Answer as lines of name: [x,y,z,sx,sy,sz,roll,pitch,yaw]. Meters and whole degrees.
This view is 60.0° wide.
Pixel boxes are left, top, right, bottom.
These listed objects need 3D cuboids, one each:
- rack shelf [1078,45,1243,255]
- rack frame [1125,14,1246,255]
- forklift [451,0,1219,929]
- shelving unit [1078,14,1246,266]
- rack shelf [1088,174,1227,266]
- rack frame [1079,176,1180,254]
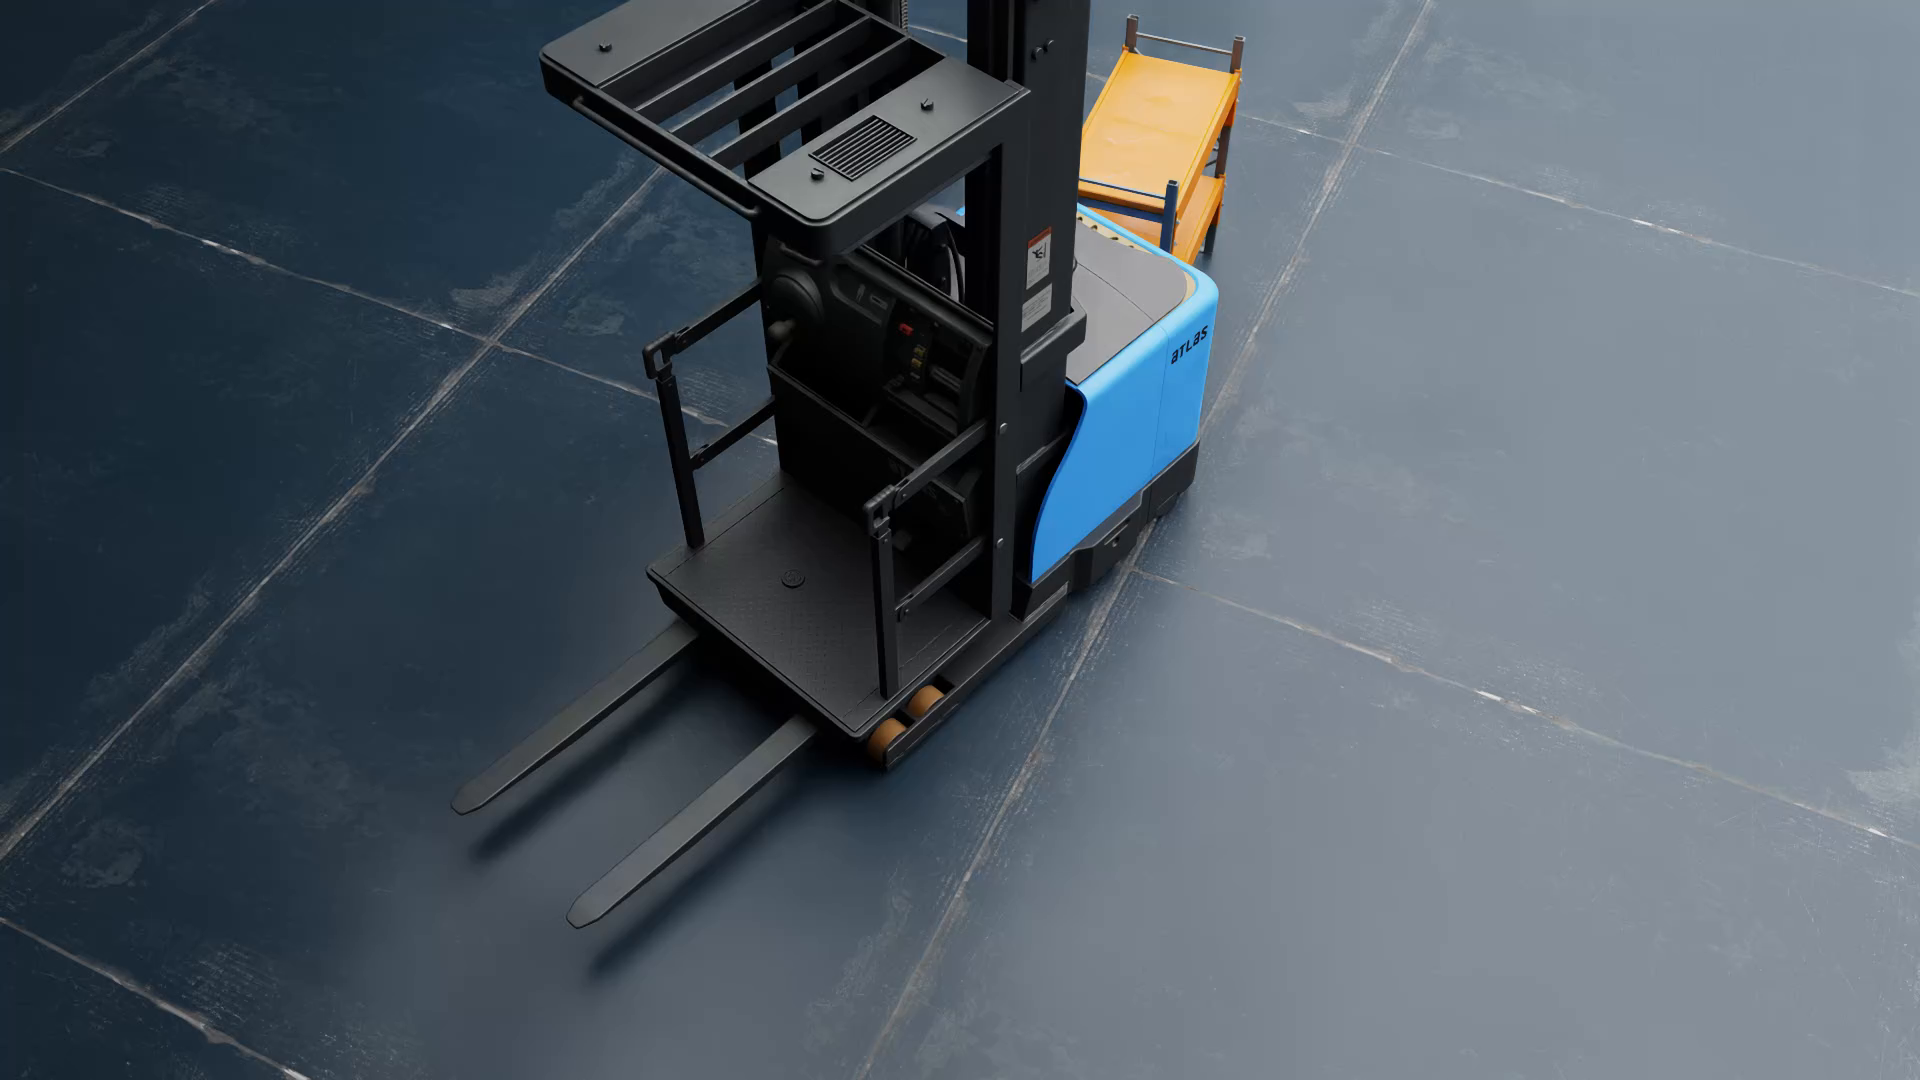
rack shelf: [0.761,-1.588,6.793,0.538,0.278,1.000,16,51,13]
rack frame: [0.938,-1.761,7.325,0.500,1.125,0.032,16,51,13]
forklift: [-0.424,-0.600,5.151,1.130,2.935,3.031,35,58,26]
shelving unit: [0.761,-1.398,7.016,0.538,1.125,1.048,16,51,13]
rack shelf: [0.761,-1.239,7.202,0.538,0.278,1.000,16,51,13]
rack frame: [0.584,-1.035,6.707,0.500,1.125,0.032,16,51,13]
